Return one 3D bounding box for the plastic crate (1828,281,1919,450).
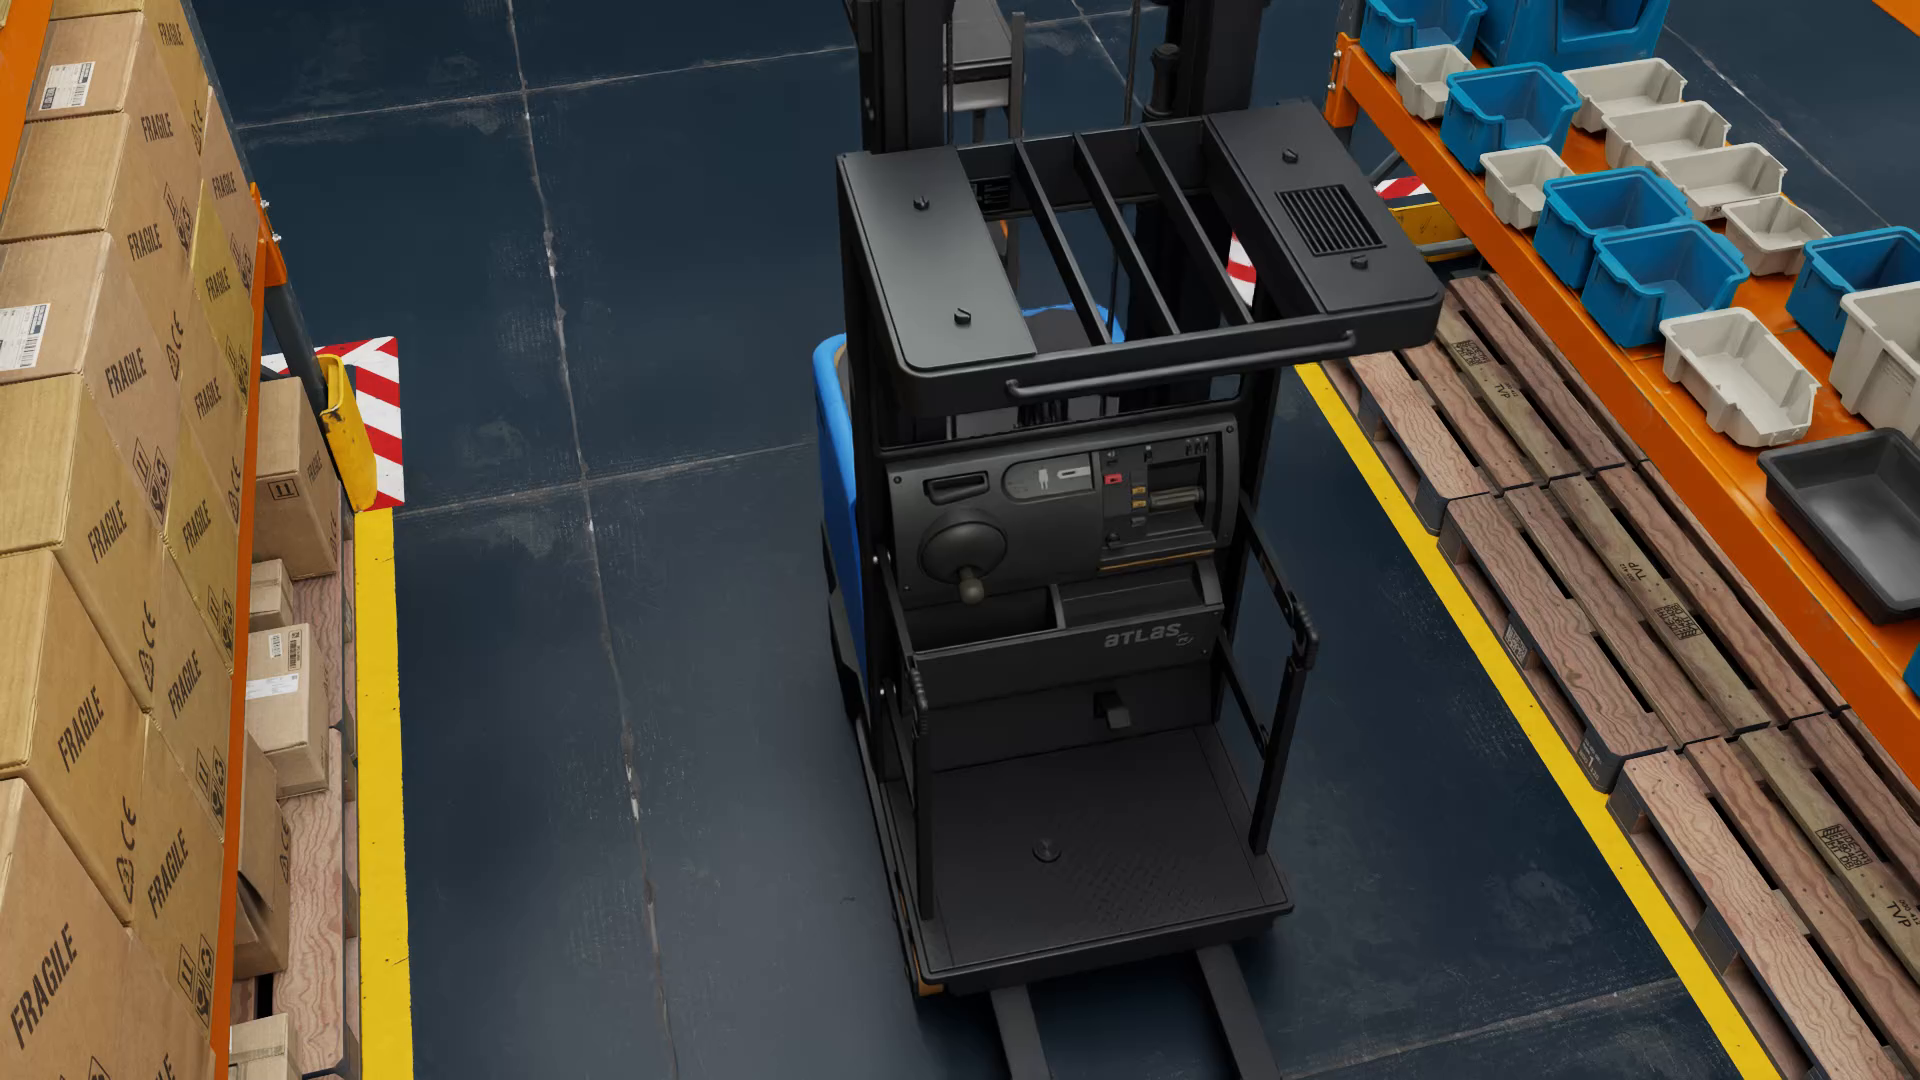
[{"bbox_3d":[2.740,-0.444,4.626,0.437,0.282,0.530,-11,47,-10],"label":"plastic crate"}]

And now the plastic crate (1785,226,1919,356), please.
[{"bbox_3d":[2.702,-0.729,4.940,0.416,0.233,0.300,-11,47,-10],"label":"plastic crate"}]

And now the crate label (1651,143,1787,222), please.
[{"bbox_3d":[2.467,-1.146,5.416,0.396,0.136,0.243,-11,47,-10],"label":"crate label"}]

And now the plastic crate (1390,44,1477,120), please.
[{"bbox_3d":[1.676,-1.599,5.860,0.250,0.136,0.298,-11,47,-10],"label":"plastic crate"}]

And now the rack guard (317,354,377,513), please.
[{"bbox_3d":[-2.841,-0.308,6.201,1.175,0.500,0.348,-11,47,-10],"label":"rack guard"}]

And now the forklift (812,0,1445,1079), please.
[{"bbox_3d":[0.326,0.018,4.180,1.130,2.935,3.031,-9,46,-9],"label":"forklift"}]

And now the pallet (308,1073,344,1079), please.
[{"bbox_3d":[-2.012,2.028,4.114,1.003,0.211,1.213,-11,47,-10],"label":"pallet"}]

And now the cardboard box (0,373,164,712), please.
[{"bbox_3d":[-1.949,0.054,3.327,0.500,0.500,0.500,-12,47,-11],"label":"cardboard box"}]

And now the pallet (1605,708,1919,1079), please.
[{"bbox_3d":[2.727,1.099,5.025,1.003,0.211,1.213,-11,47,-10],"label":"pallet"}]

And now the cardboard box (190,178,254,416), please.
[{"bbox_3d":[-2.347,-0.653,4.720,0.500,0.500,0.500,-10,46,-10],"label":"cardboard box"}]

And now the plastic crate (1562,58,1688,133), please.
[{"bbox_3d":[2.312,-1.537,5.798,0.396,0.136,0.243,-11,47,-10],"label":"plastic crate"}]

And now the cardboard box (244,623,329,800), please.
[{"bbox_3d":[-2.269,0.565,5.213,0.500,0.250,0.500,-11,47,-10],"label":"cardboard box"}]

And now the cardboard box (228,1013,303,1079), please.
[{"bbox_3d":[-1.966,1.440,4.415,0.380,0.166,0.250,-11,47,-10],"label":"cardboard box"}]

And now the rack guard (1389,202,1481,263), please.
[{"bbox_3d":[1.910,-1.277,7.152,1.175,0.500,0.348,-11,47,-10],"label":"rack guard"}]

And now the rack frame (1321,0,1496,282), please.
[{"bbox_3d":[1.929,-2.138,6.245,1.000,3.000,0.127,-11,47,-10],"label":"rack frame"}]

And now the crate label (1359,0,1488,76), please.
[{"bbox_3d":[1.673,-1.870,6.057,0.416,0.233,0.303,-11,47,-10],"label":"crate label"}]

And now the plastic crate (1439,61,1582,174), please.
[{"bbox_3d":[1.842,-1.415,5.612,0.416,0.233,0.300,-11,47,-10],"label":"plastic crate"}]

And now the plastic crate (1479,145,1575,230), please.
[{"bbox_3d":[1.849,-1.131,5.401,0.250,0.136,0.298,-11,47,-10],"label":"plastic crate"}]

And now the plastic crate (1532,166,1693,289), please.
[{"bbox_3d":[2.011,-0.961,5.166,0.416,0.233,0.300,-11,47,-10],"label":"plastic crate"}]

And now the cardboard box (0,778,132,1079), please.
[{"bbox_3d":[-1.685,0.765,2.630,0.500,0.500,0.500,-10,46,-9],"label":"cardboard box"}]

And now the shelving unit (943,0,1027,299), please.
[{"bbox_3d":[-0.063,-0.927,5.689,0.431,2.100,0.503,-9,46,-9],"label":"shelving unit"}]

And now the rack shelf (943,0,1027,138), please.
[{"bbox_3d":[-0.063,-1.408,5.198,0.431,0.518,0.480,-9,46,-9],"label":"rack shelf"}]

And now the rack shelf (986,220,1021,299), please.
[{"bbox_3d":[-0.063,-0.918,5.698,0.431,0.518,0.480,-9,46,-9],"label":"rack shelf"}]

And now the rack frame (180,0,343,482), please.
[{"bbox_3d":[-2.861,-1.235,5.360,1.000,3.000,0.127,-11,47,-10],"label":"rack frame"}]

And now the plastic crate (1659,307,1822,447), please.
[{"bbox_3d":[2.216,-0.452,4.736,0.293,0.136,0.466,-11,47,-10],"label":"plastic crate"}]

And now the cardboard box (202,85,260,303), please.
[{"bbox_3d":[-2.483,-1.010,5.070,0.500,0.500,0.500,-9,46,-9],"label":"cardboard box"}]

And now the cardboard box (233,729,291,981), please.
[{"bbox_3d":[-2.323,0.950,4.658,0.797,0.503,0.637,-11,47,-10],"label":"cardboard box"}]

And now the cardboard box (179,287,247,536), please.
[{"bbox_3d":[-2.224,-0.307,4.381,0.500,0.500,0.500,-10,46,-10],"label":"cardboard box"}]

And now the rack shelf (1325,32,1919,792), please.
[{"bbox_3d":[2.441,-0.505,5.149,1.077,0.370,4.000,-11,47,-10],"label":"rack shelf"}]

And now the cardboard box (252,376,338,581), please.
[{"bbox_3d":[-2.483,-0.184,5.772,0.500,0.500,0.500,-11,47,-10],"label":"cardboard box"}]

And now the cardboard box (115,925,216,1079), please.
[{"bbox_3d":[-1.704,1.090,3.012,0.500,0.500,0.500,-10,46,-9],"label":"cardboard box"}]

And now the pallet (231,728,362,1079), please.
[{"bbox_3d":[-2.327,1.185,4.941,1.003,0.211,1.213,-11,47,-10],"label":"pallet"}]

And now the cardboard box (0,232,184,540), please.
[{"bbox_3d":[-2.082,-0.303,3.676,0.500,0.500,0.500,-9,46,-9],"label":"cardboard box"}]

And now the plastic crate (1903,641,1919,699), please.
[{"bbox_3d":[2.503,0.348,3.778,0.392,0.384,0.575,-11,47,-10],"label":"plastic crate"}]

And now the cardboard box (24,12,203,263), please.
[{"bbox_3d":[-2.351,-1.014,4.374,0.500,0.500,0.500,-10,46,-9],"label":"cardboard box"}]

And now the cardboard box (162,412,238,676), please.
[{"bbox_3d":[-2.095,0.040,4.040,0.500,0.500,0.500,-11,47,-11],"label":"cardboard box"}]

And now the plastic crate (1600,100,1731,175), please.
[{"bbox_3d":[2.373,-1.334,5.600,0.396,0.136,0.243,-11,47,-10],"label":"plastic crate"}]

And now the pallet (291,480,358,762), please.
[{"bbox_3d":[-2.636,0.344,5.765,1.003,0.211,1.213,-11,47,-10],"label":"pallet"}]

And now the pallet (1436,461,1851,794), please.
[{"bbox_3d":[2.411,0.255,5.852,1.003,0.211,1.213,-11,47,-10],"label":"pallet"}]

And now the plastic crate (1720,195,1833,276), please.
[{"bbox_3d":[2.561,-0.945,5.219,0.298,0.136,0.250,-11,47,-10],"label":"plastic crate"}]

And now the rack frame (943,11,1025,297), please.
[{"bbox_3d":[-0.010,-0.757,5.522,0.400,2.100,0.015,-9,46,-9],"label":"rack frame"}]

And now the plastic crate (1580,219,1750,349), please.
[{"bbox_3d":[2.087,-0.754,4.963,0.416,0.233,0.300,-11,47,-10],"label":"plastic crate"}]

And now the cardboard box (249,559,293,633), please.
[{"bbox_3d":[-2.467,0.229,5.601,0.380,0.166,0.250,-11,47,-10],"label":"cardboard box"}]

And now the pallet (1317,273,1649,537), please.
[{"bbox_3d":[2.102,-0.586,6.676,1.003,0.211,1.213,-11,47,-10],"label":"pallet"}]

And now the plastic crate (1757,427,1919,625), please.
[{"bbox_3d":[2.406,-0.025,4.325,0.437,0.125,0.590,-11,47,-10],"label":"plastic crate"}]

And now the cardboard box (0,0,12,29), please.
[{"bbox_3d":[-2.216,-1.236,3.366,0.500,0.250,0.500,-11,47,-10],"label":"cardboard box"}]

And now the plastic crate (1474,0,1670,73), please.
[{"bbox_3d":[2.195,-1.974,6.018,0.616,0.435,0.499,-11,47,-10],"label":"plastic crate"}]

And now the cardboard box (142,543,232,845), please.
[{"bbox_3d":[-1.964,0.391,3.696,0.500,0.500,0.500,-11,47,-11],"label":"cardboard box"}]

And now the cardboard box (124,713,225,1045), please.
[{"bbox_3d":[-1.838,0.737,3.357,0.500,0.500,0.500,-10,46,-10],"label":"cardboard box"}]

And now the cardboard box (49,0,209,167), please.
[{"bbox_3d":[-2.481,-1.363,4.715,0.500,0.500,0.500,-11,47,-11],"label":"cardboard box"}]

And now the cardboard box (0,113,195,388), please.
[{"bbox_3d":[-2.214,-0.657,4.024,0.500,0.500,0.500,-10,46,-9],"label":"cardboard box"}]

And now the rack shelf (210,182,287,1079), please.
[{"bbox_3d":[-2.349,0.398,4.264,1.077,0.370,4.000,-11,47,-10],"label":"rack shelf"}]

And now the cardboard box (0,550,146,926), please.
[{"bbox_3d":[-1.818,0.409,2.979,0.500,0.500,0.500,-12,47,-12],"label":"cardboard box"}]

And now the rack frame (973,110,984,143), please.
[{"bbox_3d":[-0.116,-1.097,5.855,0.400,2.100,0.015,-9,46,-9],"label":"rack frame"}]
